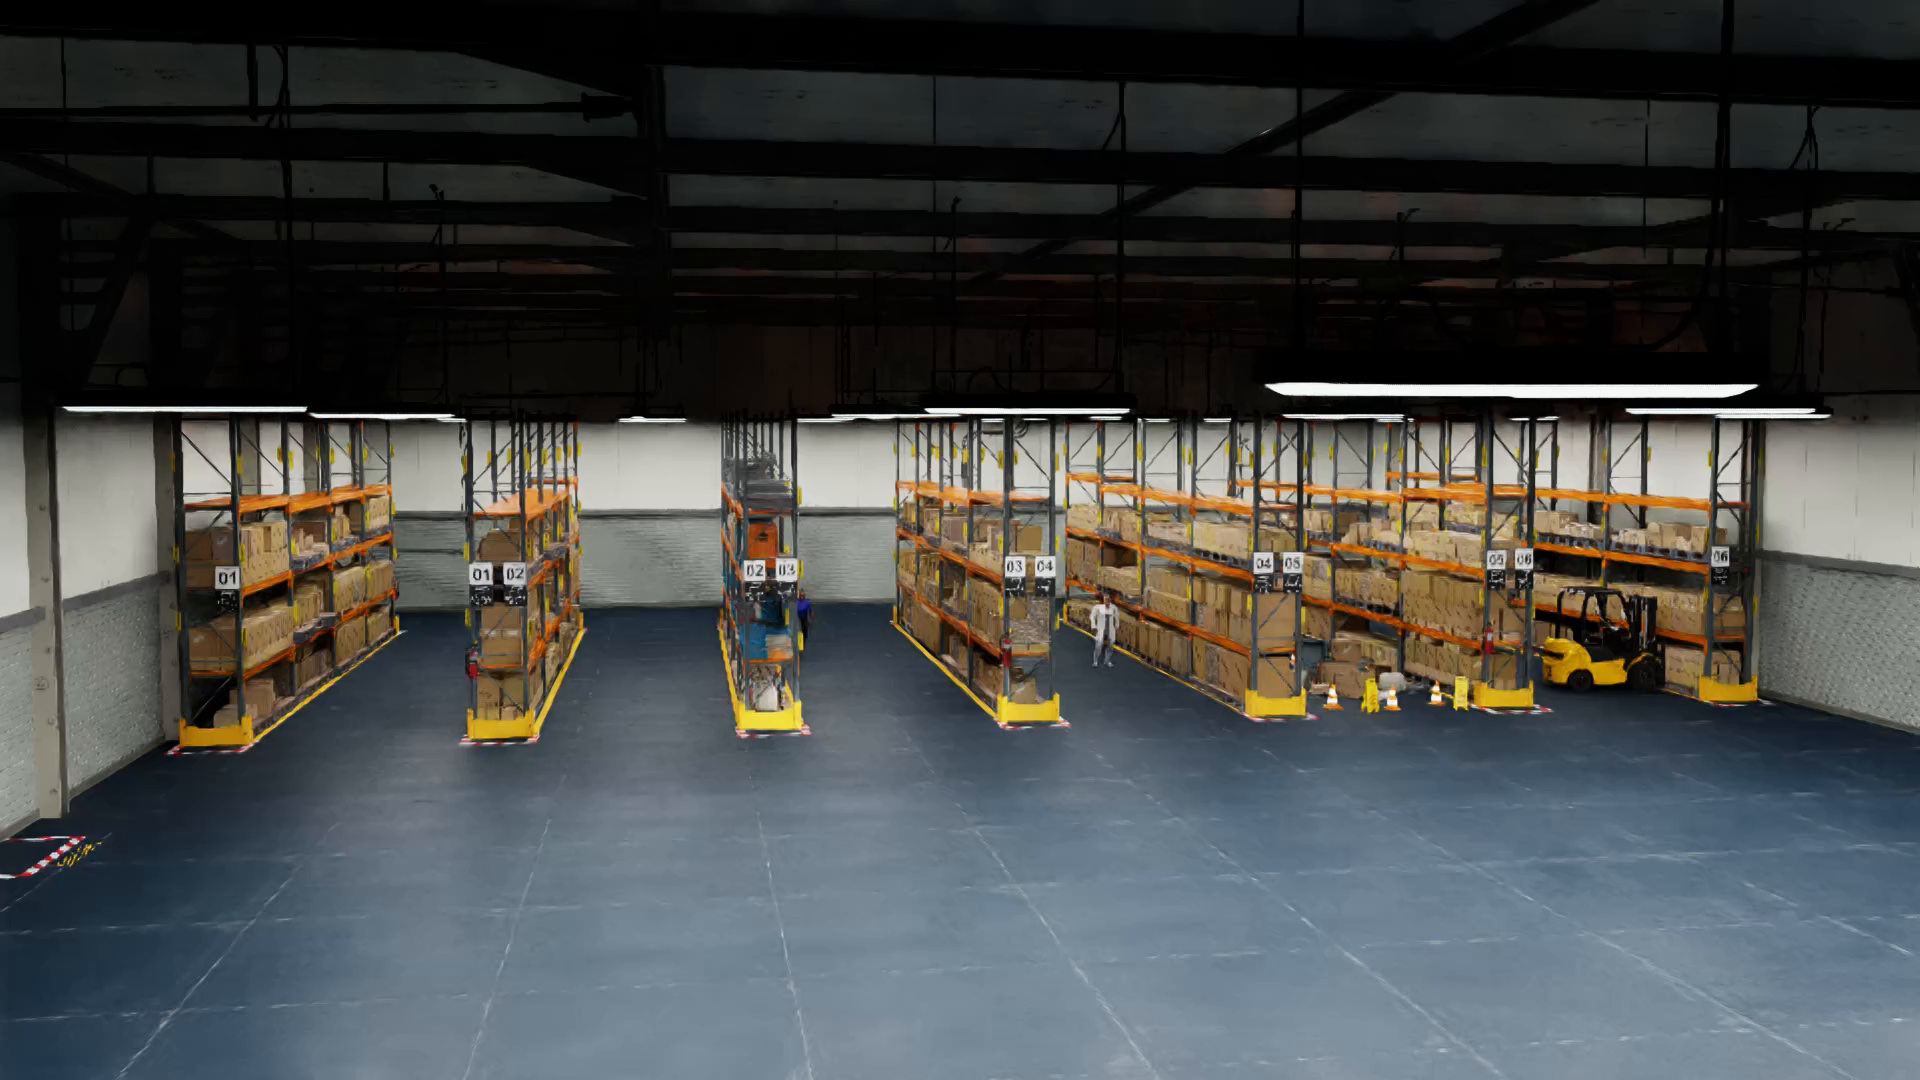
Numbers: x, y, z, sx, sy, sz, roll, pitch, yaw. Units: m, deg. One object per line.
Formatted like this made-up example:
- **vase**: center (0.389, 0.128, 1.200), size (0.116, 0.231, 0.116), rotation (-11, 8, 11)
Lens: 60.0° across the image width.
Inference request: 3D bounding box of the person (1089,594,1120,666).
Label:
- **person**: center (3.415, 2.123, 39.282), size (0.729, 1.734, 0.546), rotation (-1, 4, -11)

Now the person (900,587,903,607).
- **person**: center (-1.611, 1.504, 48.975), size (0.528, 1.584, 0.636), rotation (2, 4, 25)

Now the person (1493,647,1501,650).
- **person**: center (12.078, 2.186, 37.647), size (0.442, 1.792, 0.606), rotation (-3, 5, -41)

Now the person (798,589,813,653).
- **person**: center (-3.932, 2.019, 41.677), size (0.461, 1.583, 0.999), rotation (-1, 4, -11)
